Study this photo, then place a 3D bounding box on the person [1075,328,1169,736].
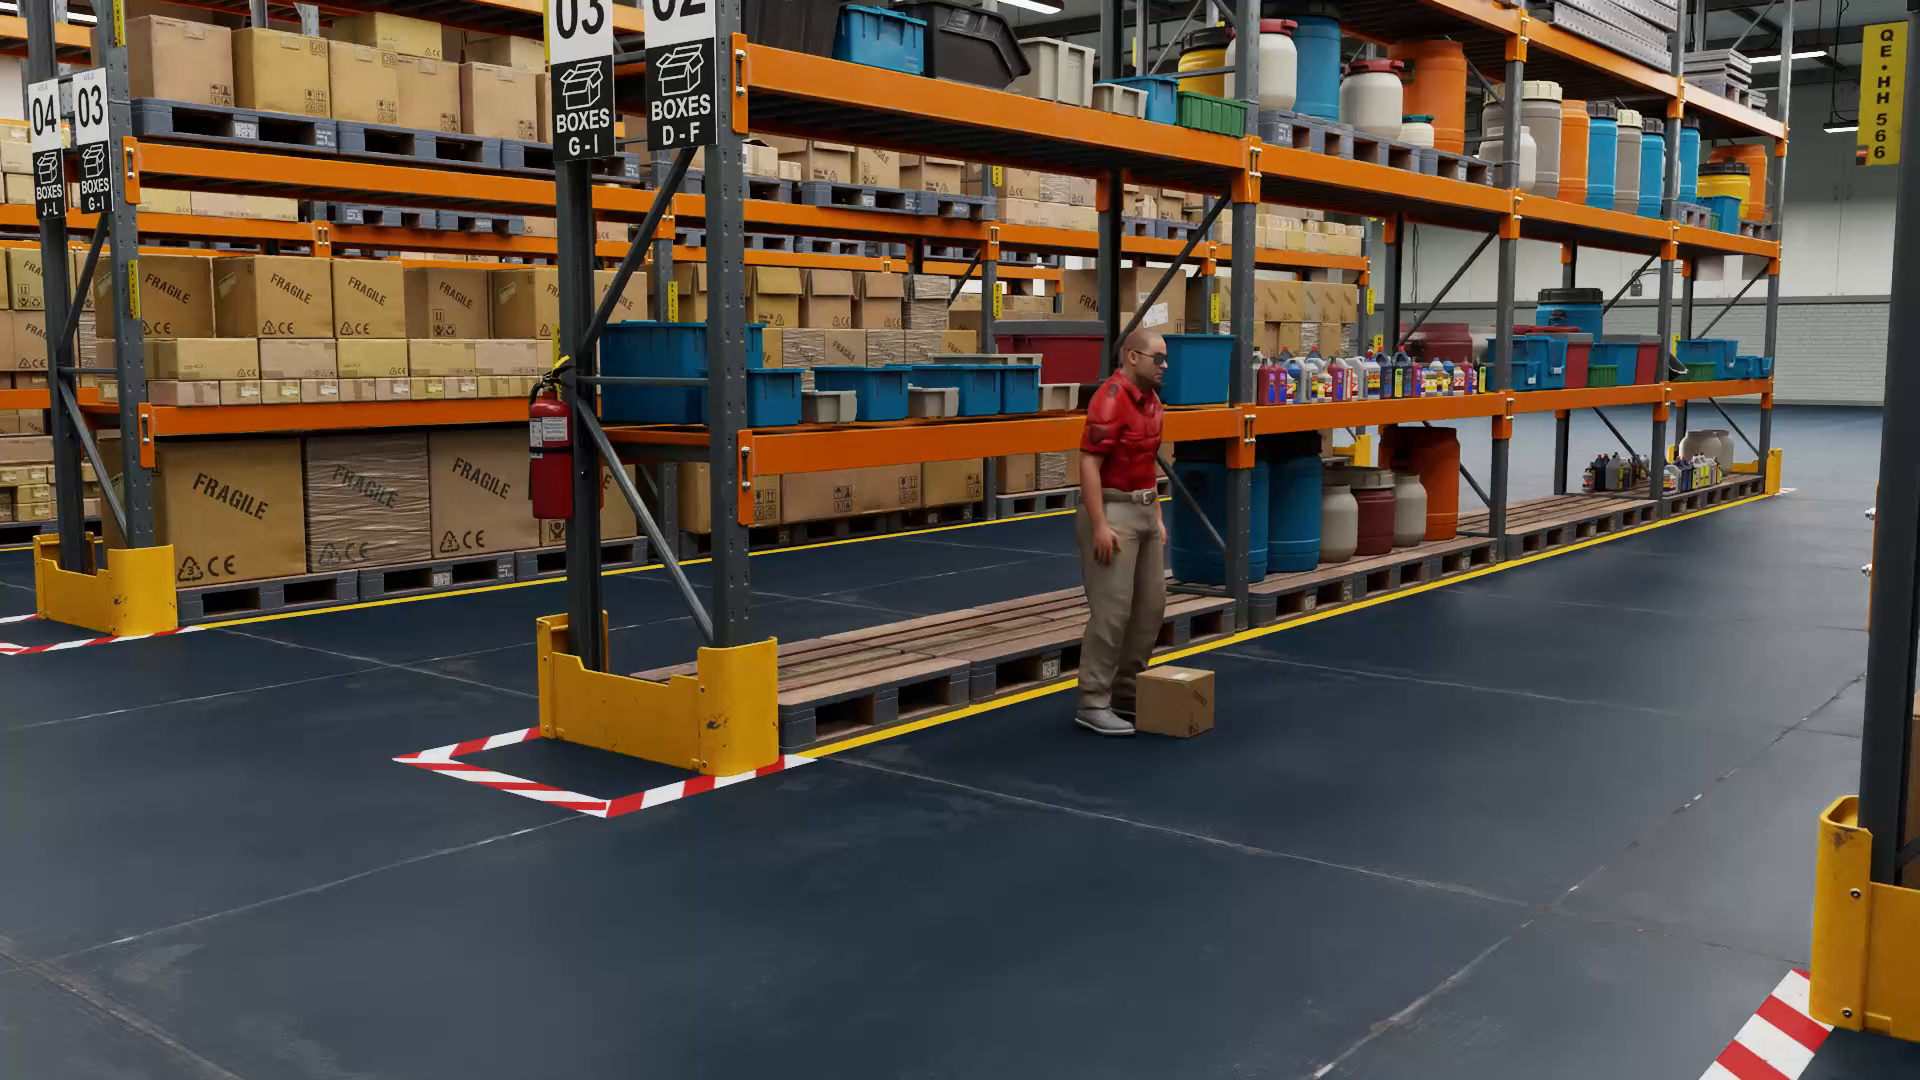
[{"bbox_3d":[0.726,-0.054,7.263,0.393,1.726,0.601,5,8,35],"label":"person"}]
